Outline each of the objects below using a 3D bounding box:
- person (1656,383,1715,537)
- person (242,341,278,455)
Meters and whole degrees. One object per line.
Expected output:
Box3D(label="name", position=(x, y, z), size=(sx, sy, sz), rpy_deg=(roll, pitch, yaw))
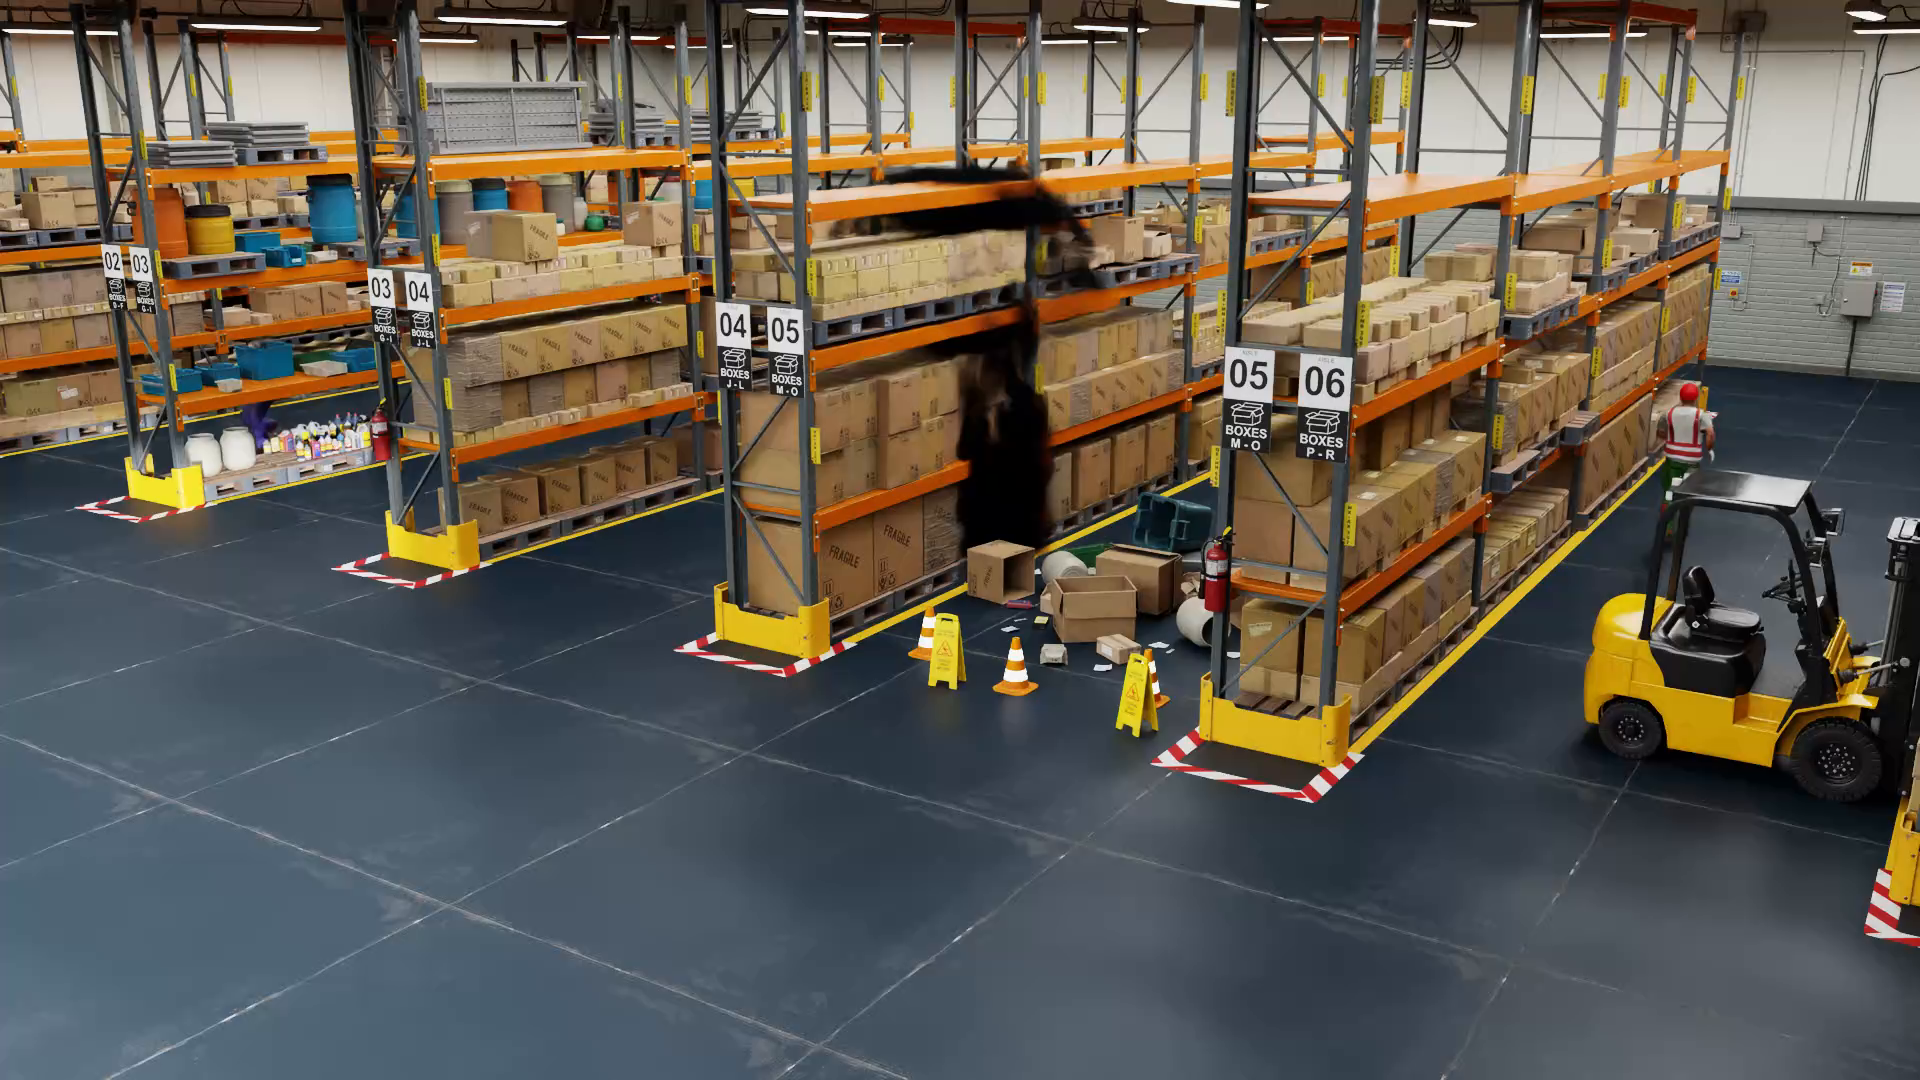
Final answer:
Box3D(label="person", position=(8.281, -0.883, 19.050), size=(0.645, 1.848, 0.790), rpy_deg=(7, 17, 24))
Box3D(label="person", position=(-9.899, -2.026, 23.571), size=(0.614, 1.609, 0.575), rpy_deg=(9, 18, 28))
